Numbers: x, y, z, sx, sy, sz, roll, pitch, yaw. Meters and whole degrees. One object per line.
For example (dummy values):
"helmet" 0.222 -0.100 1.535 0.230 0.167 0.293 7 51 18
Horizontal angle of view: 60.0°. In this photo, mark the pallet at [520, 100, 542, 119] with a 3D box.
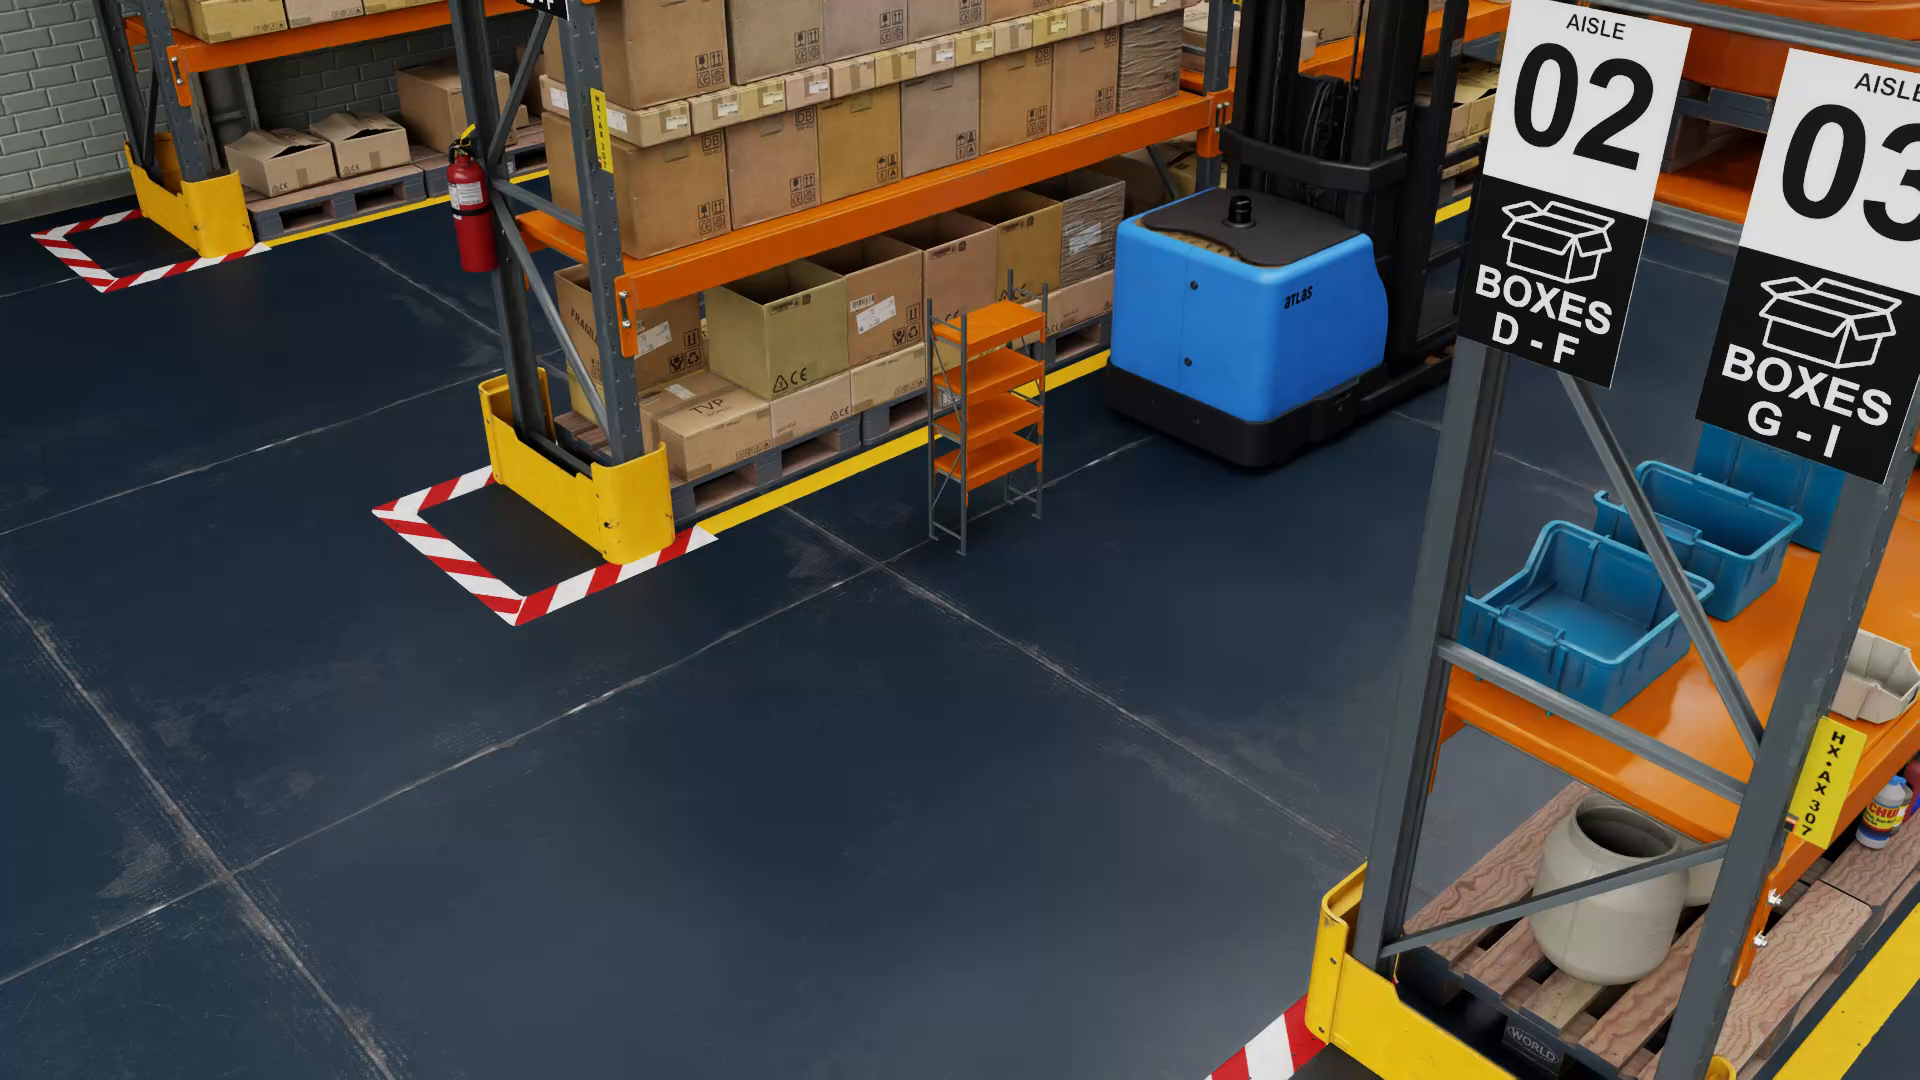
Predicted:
"pallet" -2.710 -3.317 12.972 1.213 0.211 1.003 -26 40 -35

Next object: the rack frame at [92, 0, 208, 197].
"rack frame" -5.175 -3.339 10.335 0.127 3.000 1.000 -26 40 -35

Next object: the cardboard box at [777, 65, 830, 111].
"cardboard box" -0.808 -2.093 7.580 0.250 0.149 0.380 -27 40 -36

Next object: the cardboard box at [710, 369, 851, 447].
"cardboard box" -0.895 -0.736 8.311 0.500 0.250 0.500 -26 40 -35

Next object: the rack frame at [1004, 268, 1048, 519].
"rack frame" 0.300 -0.657 7.675 0.015 1.200 0.240 -26 40 -35

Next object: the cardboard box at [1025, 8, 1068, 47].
"cardboard box" 0.328 -2.645 8.483 0.250 0.149 0.380 -26 40 -36

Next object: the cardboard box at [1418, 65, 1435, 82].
"cardboard box" 3.099 -3.266 11.911 0.500 0.311 0.500 -27 40 -37

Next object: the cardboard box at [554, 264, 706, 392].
"cardboard box" -1.613 -1.076 8.148 0.500 0.500 0.500 -26 40 -35

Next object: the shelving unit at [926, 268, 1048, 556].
"shelving unit" 0.121 -0.571 7.533 0.503 1.200 0.258 -26 40 -35

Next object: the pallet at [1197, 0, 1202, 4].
"pallet" 2.215 -5.669 16.818 1.213 0.211 1.003 -26 40 -35

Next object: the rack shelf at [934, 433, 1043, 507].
"rack shelf" 0.121 -0.344 7.672 0.480 0.148 0.258 -26 40 -35

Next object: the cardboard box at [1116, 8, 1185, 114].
"cardboard box" 0.808 -2.747 9.272 0.500 0.500 0.700 -27 41 -37

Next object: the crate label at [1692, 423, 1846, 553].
"crate label" 2.727 -0.321 5.365 0.616 0.435 0.502 -26 40 -35

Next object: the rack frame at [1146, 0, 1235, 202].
"rack frame" 1.129 -2.864 9.559 0.127 3.000 1.000 -26 40 -35

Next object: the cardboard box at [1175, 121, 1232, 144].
"cardboard box" 1.609 -2.550 10.740 0.500 0.311 0.500 -25 39 -34

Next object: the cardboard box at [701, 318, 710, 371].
"cardboard box" -1.253 -0.937 8.640 0.500 0.250 0.500 -26 40 -35

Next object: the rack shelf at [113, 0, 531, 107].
"rack shelf" -3.708 -3.742 11.683 4.000 0.370 1.077 -26 40 -35

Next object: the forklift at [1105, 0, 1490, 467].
"forklift" 2.183 -2.268 8.650 3.031 2.935 1.130 -26 40 -36

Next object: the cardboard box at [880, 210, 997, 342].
"cardboard box" -0.158 -1.408 8.691 0.500 0.500 0.500 -26 40 -35

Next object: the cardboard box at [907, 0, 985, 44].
"cardboard box" -0.296 -2.767 8.060 0.500 0.500 0.700 -26 40 -35

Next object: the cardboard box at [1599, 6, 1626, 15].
"cardboard box" 4.968 -4.009 13.406 0.500 0.500 0.500 -27 41 -37

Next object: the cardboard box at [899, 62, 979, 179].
"cardboard box" -0.319 -2.199 8.375 0.500 0.500 0.700 -24 39 -34

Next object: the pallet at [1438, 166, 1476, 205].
"pallet" 3.432 -2.816 12.154 1.213 0.211 1.003 -26 40 -35

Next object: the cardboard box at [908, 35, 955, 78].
"cardboard box" -0.242 -2.367 8.027 0.250 0.149 0.380 -25 40 -35

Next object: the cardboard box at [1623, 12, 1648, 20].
"cardboard box" 5.342 -3.820 13.097 0.500 0.500 0.500 -26 40 -36

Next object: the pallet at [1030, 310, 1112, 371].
"pallet" 0.518 -1.409 9.851 1.213 0.211 1.003 -26 40 -35

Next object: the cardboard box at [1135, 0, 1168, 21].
"cardboard box" 0.893 -2.918 8.930 0.250 0.149 0.380 -27 40 -36

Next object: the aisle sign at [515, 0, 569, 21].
"aisle sign" -1.644 -2.414 6.331 0.004 0.787 0.394 -26 40 -35

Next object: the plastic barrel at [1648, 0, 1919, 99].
"plastic barrel" 1.831 -1.412 3.495 0.708 0.830 0.600 -26 40 -35

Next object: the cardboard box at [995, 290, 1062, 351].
"cardboard box" 0.208 -1.266 9.178 0.500 0.250 0.500 -26 40 -35

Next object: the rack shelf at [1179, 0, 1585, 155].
"rack shelf" 2.596 -3.267 10.907 4.000 0.370 1.077 -26 40 -35

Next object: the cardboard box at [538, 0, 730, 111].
"cardboard box" -1.414 -2.221 7.168 0.500 0.500 0.700 -26 40 -35

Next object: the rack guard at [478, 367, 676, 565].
"rack guard" -1.821 -0.371 7.877 0.348 0.500 1.175 -26 40 -35

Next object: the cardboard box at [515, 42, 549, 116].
"cardboard box" -2.975 -3.496 12.566 0.500 0.500 0.500 26 40 35

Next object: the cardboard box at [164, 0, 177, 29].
"cardboard box" -4.964 -3.524 10.762 0.500 0.250 0.500 -25 39 -35

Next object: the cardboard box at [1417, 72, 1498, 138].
"cardboard box" 3.469 -3.062 11.577 0.500 0.311 0.500 -27 40 -36

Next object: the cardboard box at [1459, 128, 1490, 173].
"cardboard box" 3.467 -2.825 11.728 0.500 0.250 0.500 -26 40 -36

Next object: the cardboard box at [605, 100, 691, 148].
"cardboard box" -1.370 -1.822 7.136 0.250 0.149 0.380 -26 40 -36

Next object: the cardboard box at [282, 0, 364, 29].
"cardboard box" -4.230 -3.525 10.764 0.500 0.250 0.500 -27 41 -37

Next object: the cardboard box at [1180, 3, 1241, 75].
"cardboard box" 1.461 -2.992 9.911 0.500 0.250 0.500 -23 38 -33

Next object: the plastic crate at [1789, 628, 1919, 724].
"plastic crate" 2.436 0.369 4.524 0.250 0.136 0.298 -26 40 -35

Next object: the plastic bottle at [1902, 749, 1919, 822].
"plastic bottle" 3.281 0.825 5.708 0.133 0.283 0.061 -25 39 -35

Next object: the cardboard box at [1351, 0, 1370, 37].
"cardboard box" 2.457 -3.538 10.564 0.500 0.500 0.500 -26 40 -35

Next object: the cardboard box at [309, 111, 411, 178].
"cardboard box" -4.188 -2.793 11.598 0.500 0.311 0.500 -22 38 -32

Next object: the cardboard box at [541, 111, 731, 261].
"cardboard box" -1.453 -1.649 7.475 0.500 0.500 0.700 -26 40 -35

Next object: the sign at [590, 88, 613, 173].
"sign" -1.431 -1.634 6.641 0.005 0.325 0.100 -26 40 -35
